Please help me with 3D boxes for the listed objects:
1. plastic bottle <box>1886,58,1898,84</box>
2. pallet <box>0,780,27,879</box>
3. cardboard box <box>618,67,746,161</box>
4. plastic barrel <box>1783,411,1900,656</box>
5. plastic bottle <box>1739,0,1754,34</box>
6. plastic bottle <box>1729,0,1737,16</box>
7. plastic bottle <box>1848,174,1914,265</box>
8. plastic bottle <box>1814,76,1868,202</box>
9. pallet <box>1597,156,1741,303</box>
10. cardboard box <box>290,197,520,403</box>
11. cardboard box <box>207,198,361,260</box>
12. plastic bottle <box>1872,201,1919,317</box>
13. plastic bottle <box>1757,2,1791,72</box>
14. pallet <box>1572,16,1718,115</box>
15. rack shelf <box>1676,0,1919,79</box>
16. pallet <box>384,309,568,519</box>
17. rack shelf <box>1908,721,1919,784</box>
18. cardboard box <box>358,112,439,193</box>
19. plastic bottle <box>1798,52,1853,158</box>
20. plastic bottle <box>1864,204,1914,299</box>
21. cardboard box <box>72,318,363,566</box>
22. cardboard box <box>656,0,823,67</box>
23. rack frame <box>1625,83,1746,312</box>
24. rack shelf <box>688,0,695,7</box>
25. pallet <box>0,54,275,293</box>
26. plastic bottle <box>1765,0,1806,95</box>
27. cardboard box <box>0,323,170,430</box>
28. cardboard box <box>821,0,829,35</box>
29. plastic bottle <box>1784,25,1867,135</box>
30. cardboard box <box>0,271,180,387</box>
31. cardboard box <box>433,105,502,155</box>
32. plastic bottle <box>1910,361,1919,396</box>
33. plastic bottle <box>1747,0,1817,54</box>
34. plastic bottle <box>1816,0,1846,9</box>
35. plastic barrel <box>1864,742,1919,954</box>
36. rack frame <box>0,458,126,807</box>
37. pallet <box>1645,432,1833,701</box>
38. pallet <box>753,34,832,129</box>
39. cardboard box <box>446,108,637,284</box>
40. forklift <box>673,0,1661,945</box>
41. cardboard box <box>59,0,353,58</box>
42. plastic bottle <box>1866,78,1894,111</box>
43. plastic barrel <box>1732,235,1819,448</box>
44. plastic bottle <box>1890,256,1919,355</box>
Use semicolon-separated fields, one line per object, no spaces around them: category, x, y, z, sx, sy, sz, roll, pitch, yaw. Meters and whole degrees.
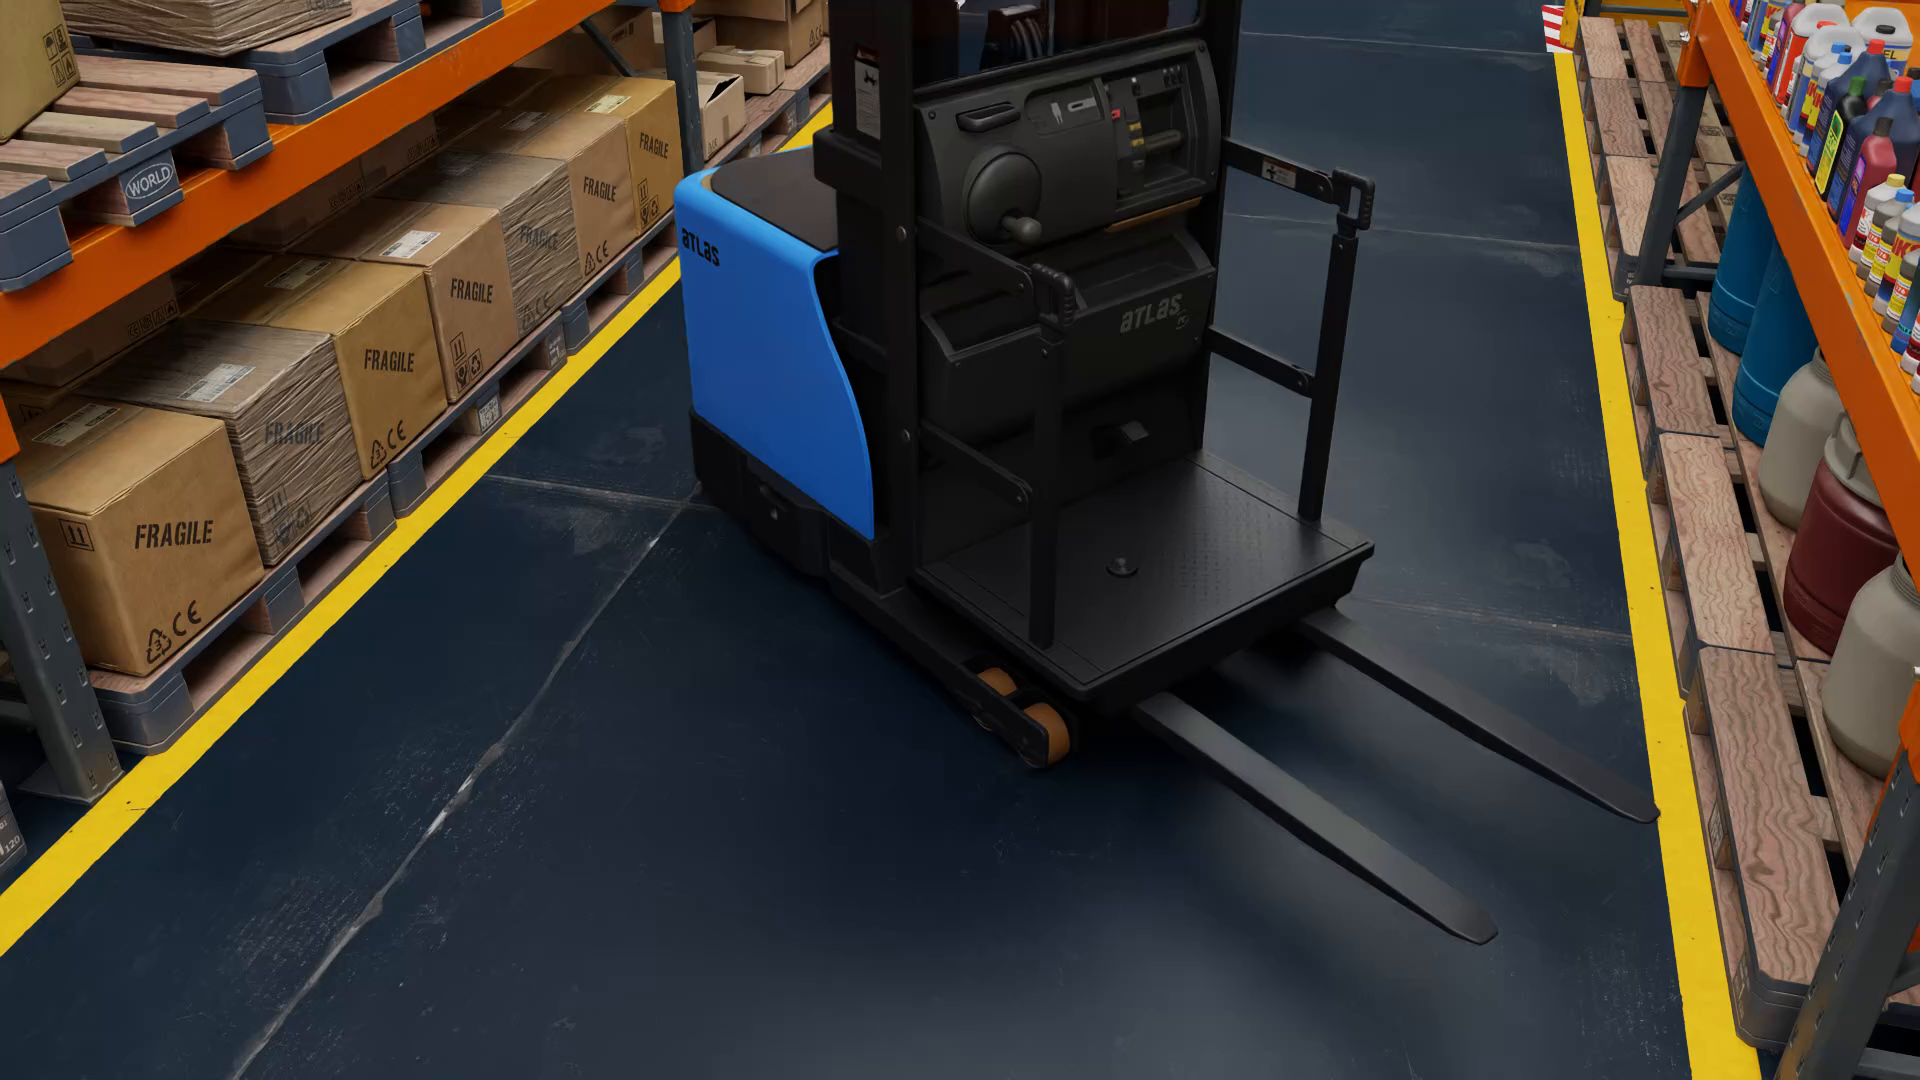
plastic bottle;2.497;-1.212;4.546;0.097;0.201;0.097;0;32;0
pallet;-2.900;0.905;3.629;1.003;0.211;1.213;8;33;12
cardboard box;-1.323;-2.008;7.709;0.500;0.311;0.500;8;33;12
plastic barrel;2.531;-0.019;4.340;0.600;0.588;0.708;8;33;12
plastic bottle;2.601;-1.745;5.384;0.097;0.201;0.097;0;32;0
plastic bottle;2.646;-1.911;5.569;0.061;0.283;0.133;8;33;12
plastic bottle;2.105;-0.732;3.791;0.097;0.201;0.097;0;32;0
plastic bottle;2.197;-0.994;4.126;0.061;0.283;0.133;8;33;12
pallet;3.301;-1.303;7.103;1.003;0.211;1.213;8;33;12
cardboard box;-1.875;-0.825;5.672;0.500;0.500;0.500;7;33;11
cardboard box;-2.384;-0.883;5.763;0.500;0.500;0.500;7;33;11
plastic bottle;2.031;-0.610;3.533;0.097;0.271;0.097;0;32;0
plastic bottle;2.492;-1.524;5.036;0.097;0.201;0.097;0;32;0
pallet;3.920;-2.569;9.094;1.003;0.211;1.213;8;33;12
rack shelf;3.659;-2.827;7.572;1.077;0.370;4.000;8;33;12
pallet;-2.116;-0.530;5.887;1.003;0.211;1.213;8;33;12
rack shelf;1.629;1.324;1.041;1.077;0.370;4.000;8;33;12
cardboard box;-2.251;-1.480;6.002;0.500;0.250;0.500;8;33;12
plastic bottle;2.291;-1.142;4.371;0.097;0.271;0.097;0;32;0
plastic bottle;2.056;-0.631;3.632;0.097;0.201;0.097;0;32;0
cardboard box;-2.134;-0.294;4.836;0.500;0.500;0.500;7;33;11
cardboard box;-1.167;-2.877;8.896;0.797;0.503;0.637;8;33;12
rack frame;3.152;-2.093;5.746;1.000;3.000;0.127;8;33;12
rack shelf;-1.131;-3.503;8.635;1.077;0.370;4.000;8;33;12
pallet;-2.549;-0.974;4.165;1.213;0.211;1.003;8;33;12
plastic bottle;2.421;-1.450;4.844;0.061;0.283;0.133;8;33;12
cardboard box;-2.643;-0.341;4.911;0.500;0.500;0.500;9;34;14
cardboard box;-0.793;-3.065;9.429;0.500;0.250;0.500;8;33;12
plastic bottle;2.372;-1.251;4.538;0.152;0.276;0.135;8;33;12
cardboard box;-2.633;-0.688;4.757;0.500;0.250;0.500;9;34;14
cardboard box;-2.122;-1.404;6.582;0.500;0.500;0.500;8;33;13
plastic bottle;1.932;-0.378;3.234;0.097;0.201;0.097;0;32;0
plastic bottle;2.573;-1.662;5.184;0.152;0.276;0.135;8;33;12
plastic bottle;2.698;-1.623;5.193;0.097;0.201;0.097;0;32;0
plastic barrel;2.244;0.465;3.353;0.600;0.830;0.708;8;33;12
rack frame;-2.654;-0.693;3.545;1.000;3.000;0.127;8;33;12
pallet;2.608;0.114;4.874;1.003;0.211;1.213;8;33;12
pallet;-1.156;-2.584;9.117;1.003;0.211;1.213;8;33;12
cardboard box;-1.620;-1.349;6.496;0.500;0.500;0.500;8;33;13
forklift;0.429;-0.948;4.010;1.130;2.935;3.031;-23;39;-31
cardboard box;-2.186;-1.704;4.649;0.700;0.500;0.500;14;35;21
plastic bottle;2.256;-0.986;4.113;0.061;0.283;0.133;8;33;12
plastic barrel;2.818;-0.737;5.178;0.600;0.901;0.708;8;33;12
plastic bottle;1.982;-0.509;3.374;0.097;0.271;0.097;0;32;0
